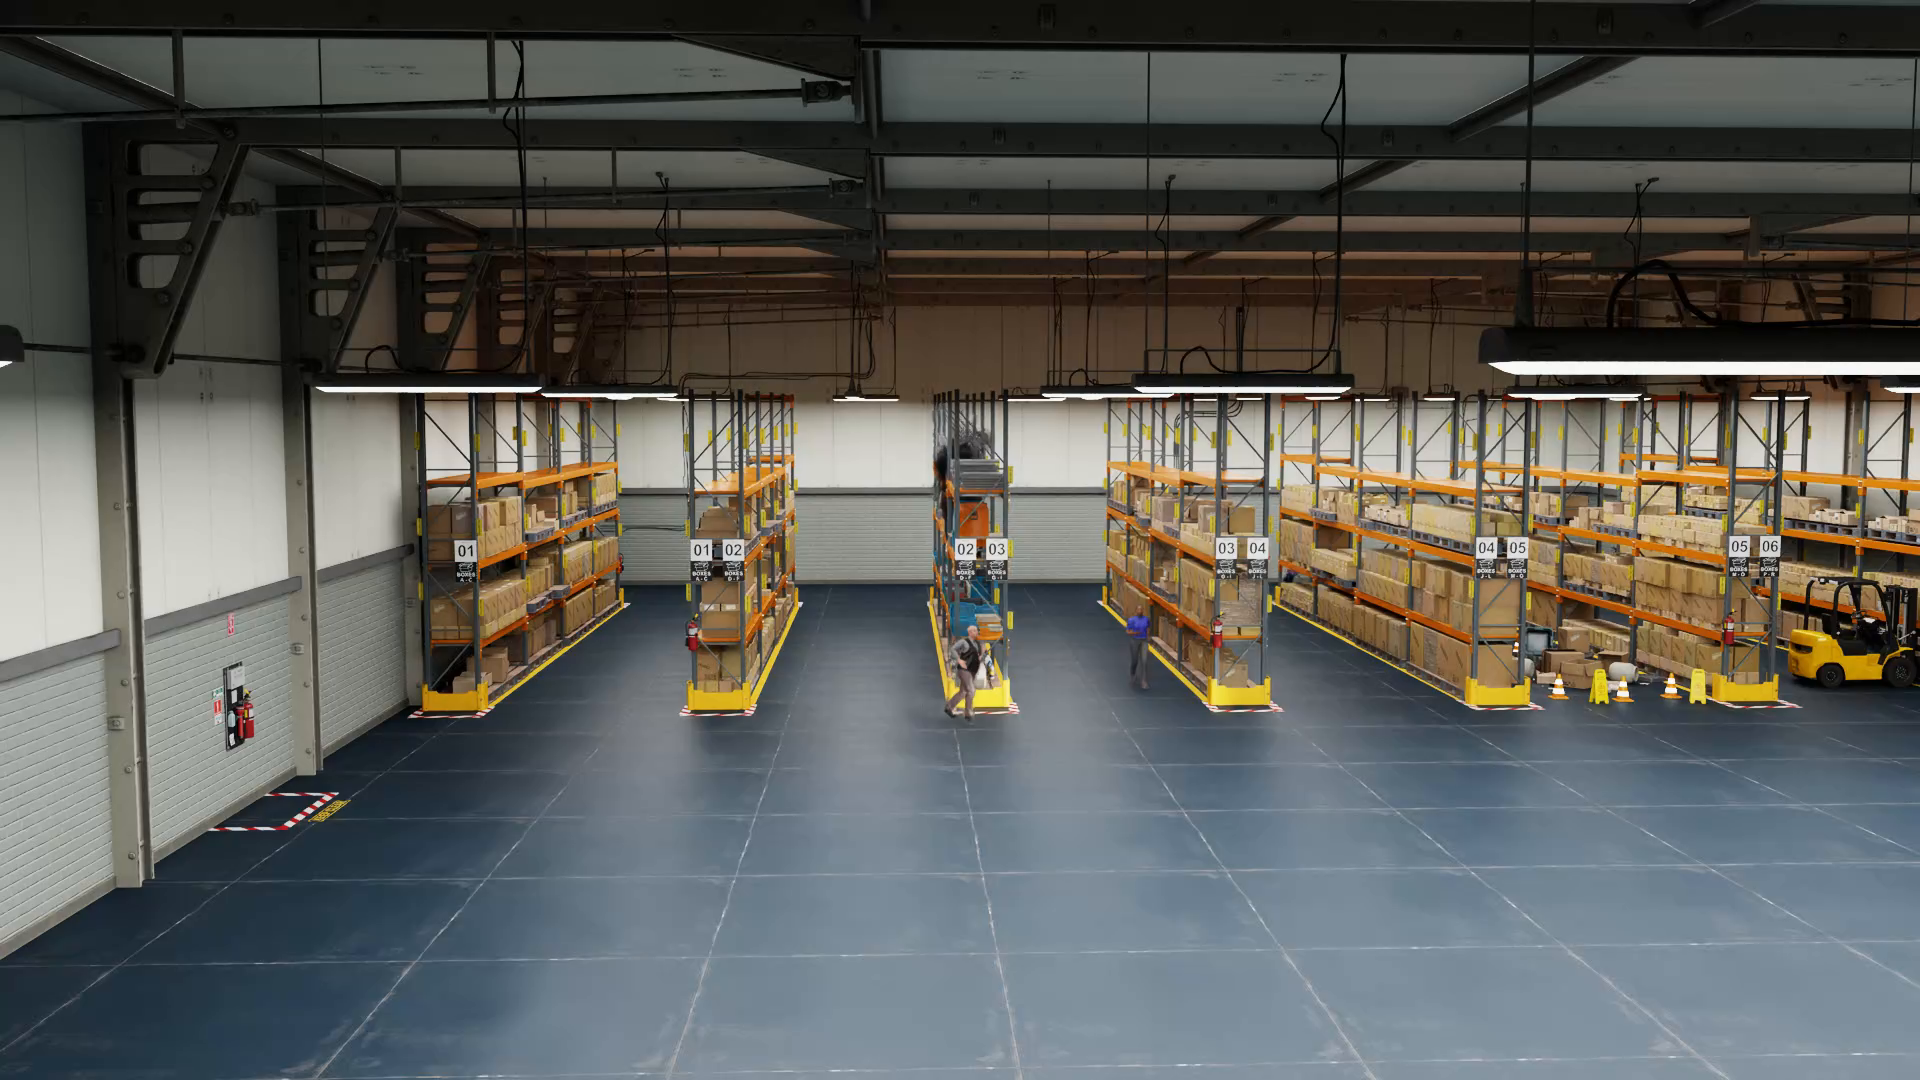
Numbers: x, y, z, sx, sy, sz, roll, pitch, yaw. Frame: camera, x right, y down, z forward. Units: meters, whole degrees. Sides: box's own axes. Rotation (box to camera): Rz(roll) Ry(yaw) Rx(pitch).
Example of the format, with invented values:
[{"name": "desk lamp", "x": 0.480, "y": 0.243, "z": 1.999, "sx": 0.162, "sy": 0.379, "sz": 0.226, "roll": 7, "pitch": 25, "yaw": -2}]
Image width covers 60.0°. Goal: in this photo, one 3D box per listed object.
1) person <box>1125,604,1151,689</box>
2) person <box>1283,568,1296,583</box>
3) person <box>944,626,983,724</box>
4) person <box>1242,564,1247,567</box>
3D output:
[{"name": "person", "x": 3.631, "y": 2.125, "z": 33.675, "sx": 0.581, "sy": 1.659, "sz": 0.876, "roll": -1, "pitch": 5, "yaw": -7}, {"name": "person", "x": 9.765, "y": 0.966, "z": 49.065, "sx": 0.449, "sy": 1.520, "sz": 0.602, "roll": 0, "pitch": 5, "yaw": 5}, {"name": "person", "x": 0.112, "y": 2.434, "z": 30.172, "sx": 0.766, "sy": 1.773, "sz": 0.659, "roll": 3, "pitch": 6, "yaw": 33}, {"name": "person", "x": 7.947, "y": 0.964, "z": 48.041, "sx": 0.773, "sy": 1.721, "sz": 0.742, "roll": -5, "pitch": 7, "yaw": -45}]
